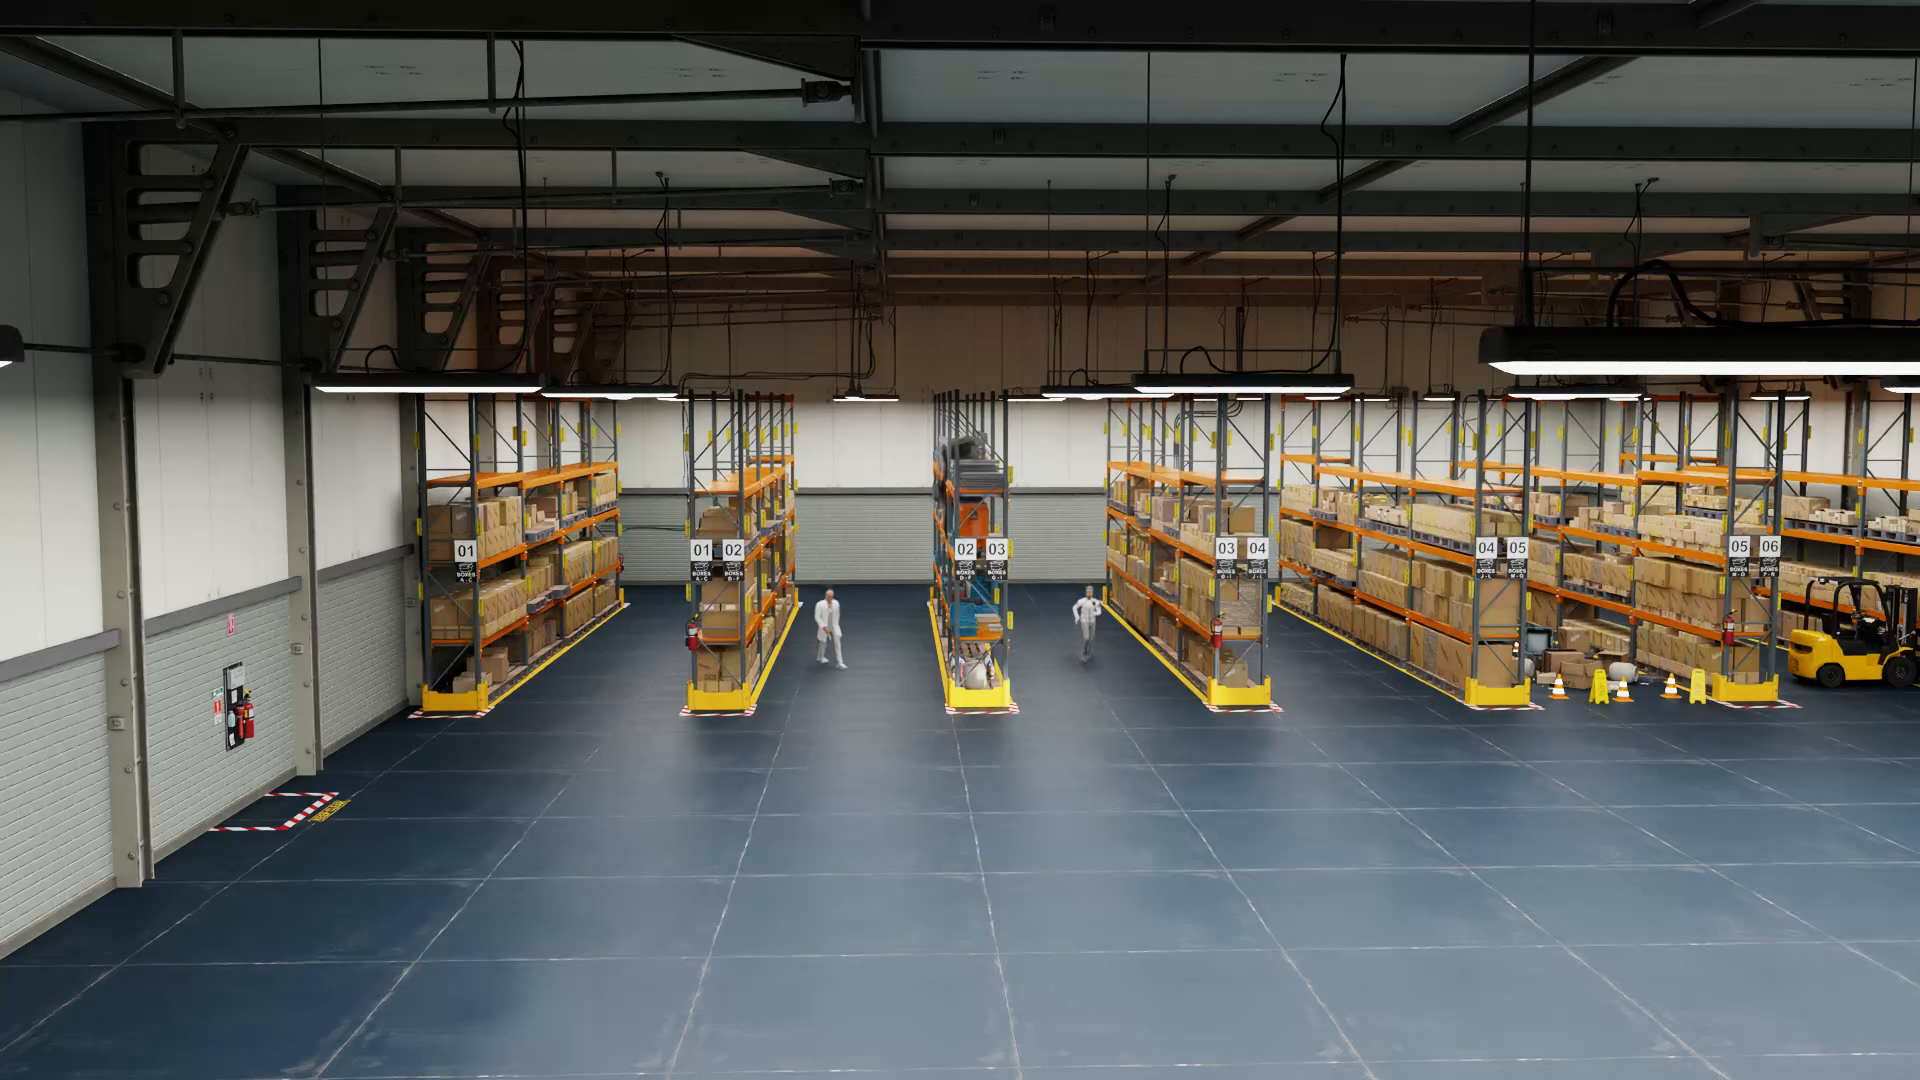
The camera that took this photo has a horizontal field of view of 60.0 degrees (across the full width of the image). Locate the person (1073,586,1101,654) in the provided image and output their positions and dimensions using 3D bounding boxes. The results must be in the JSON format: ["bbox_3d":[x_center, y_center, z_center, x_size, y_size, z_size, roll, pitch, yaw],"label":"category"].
[{"bbox_3d":[2.854,1.800,36.921,0.562,1.576,0.672,-1,5,-13],"label":"person"}]

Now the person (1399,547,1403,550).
[{"bbox_3d":[12.342,1.072,46.378,0.716,1.755,0.974,-3,6,-36],"label":"person"}]

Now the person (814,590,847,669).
[{"bbox_3d":[-2.863,1.899,36.096,0.629,1.683,1.196,-1,5,-14],"label":"person"}]
